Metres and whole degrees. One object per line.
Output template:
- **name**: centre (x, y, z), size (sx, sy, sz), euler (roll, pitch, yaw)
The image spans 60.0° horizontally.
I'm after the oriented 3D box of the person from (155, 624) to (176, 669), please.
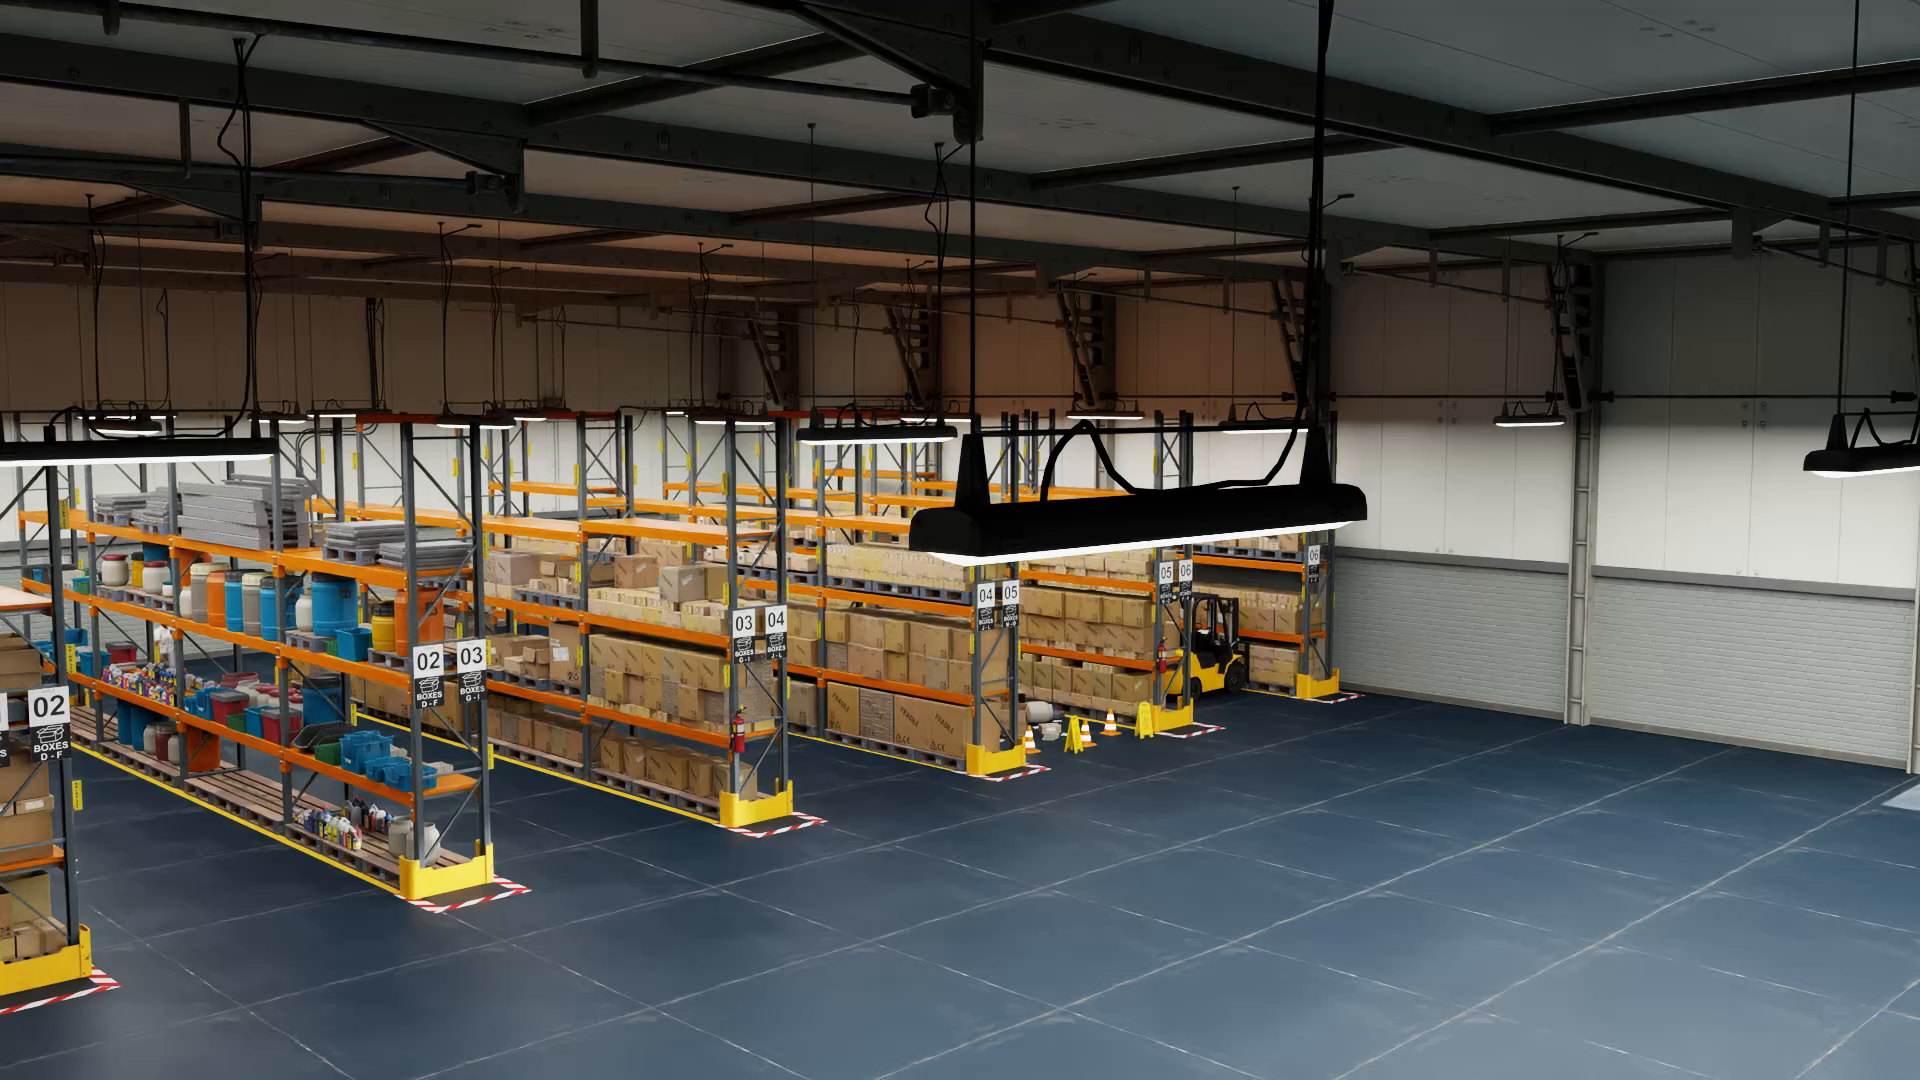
- **person**: centre (-17.065, 2.402, 35.687), size (0.436, 1.620, 1.008), euler (-5, 7, -45)
